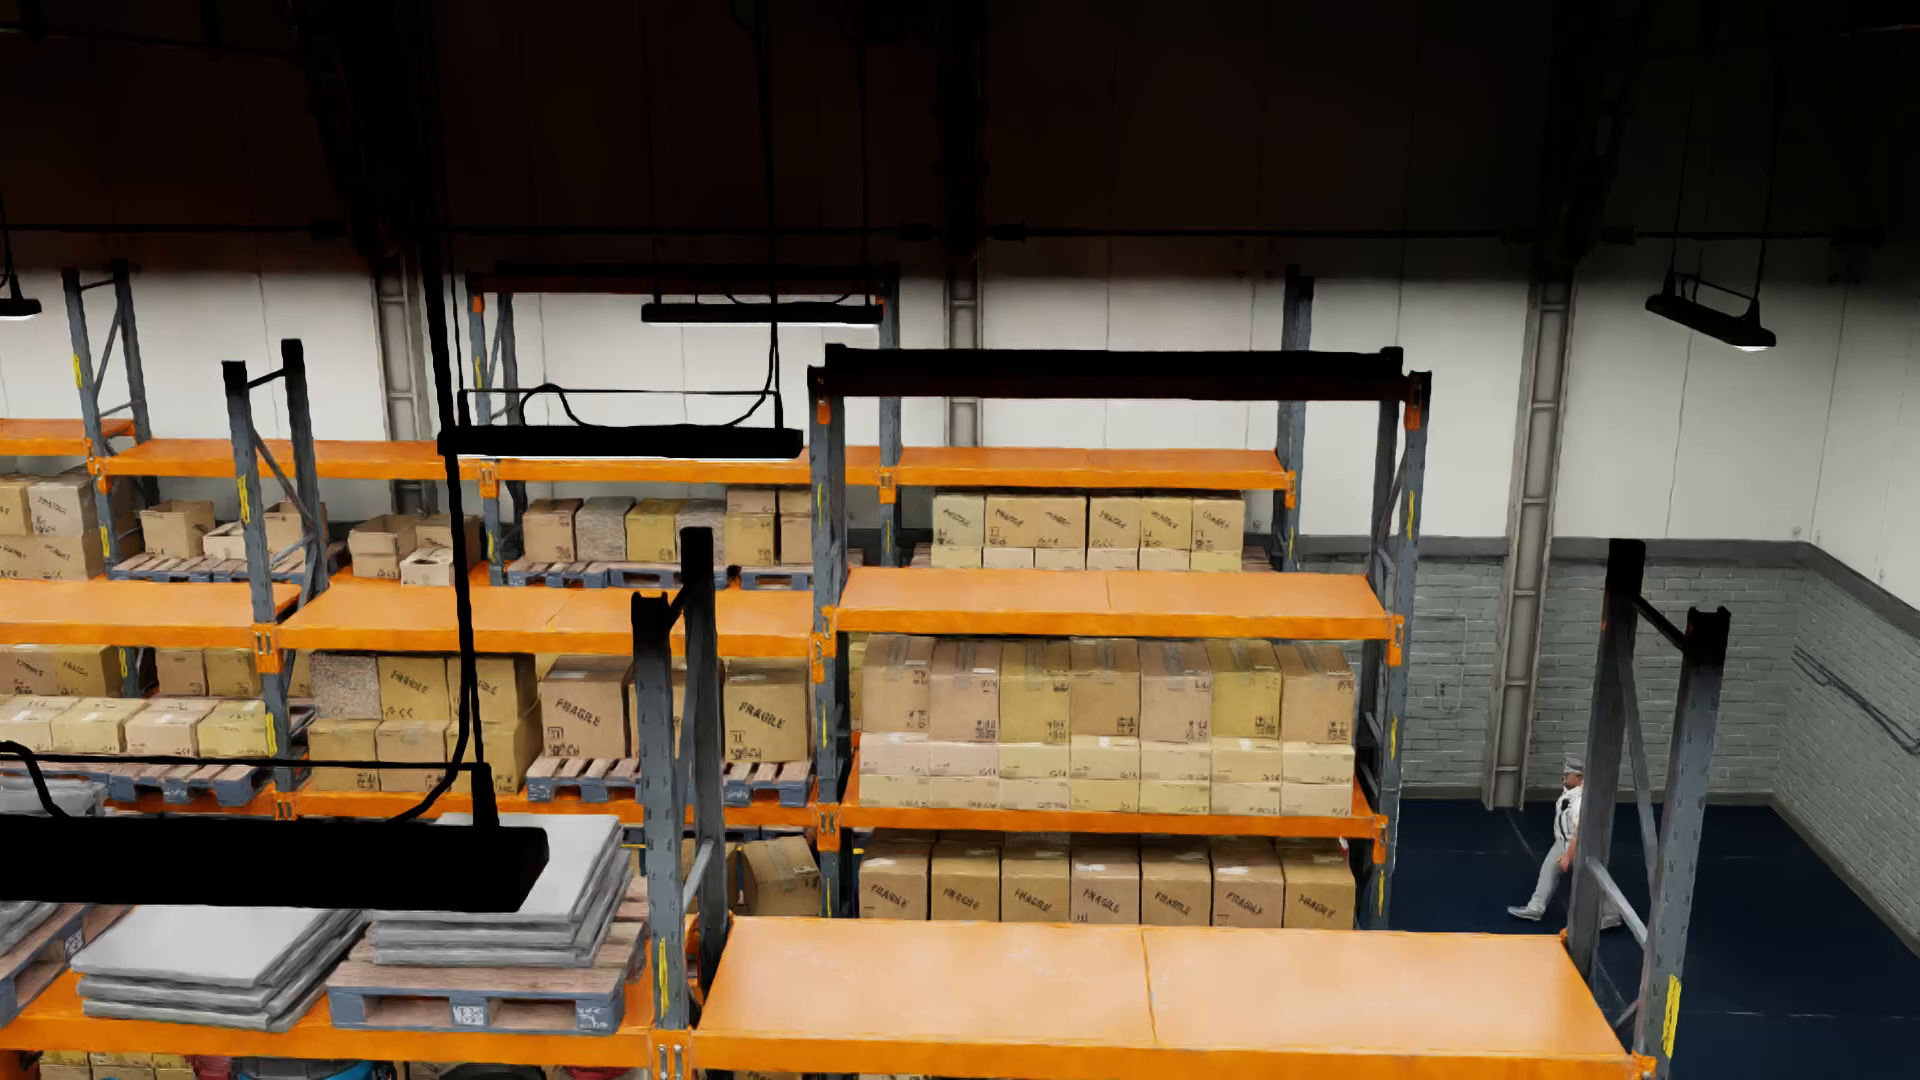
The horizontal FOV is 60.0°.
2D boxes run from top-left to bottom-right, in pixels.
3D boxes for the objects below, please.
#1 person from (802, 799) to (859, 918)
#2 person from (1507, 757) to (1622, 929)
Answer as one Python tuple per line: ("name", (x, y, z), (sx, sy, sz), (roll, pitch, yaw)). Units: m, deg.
("person", (-1.332, 2.885, 15.808), (1.001, 1.590, 0.491), (0, 16, 1))
("person", (5.777, 2.861, 15.672), (1.030, 1.712, 0.556), (1, 16, 2))
